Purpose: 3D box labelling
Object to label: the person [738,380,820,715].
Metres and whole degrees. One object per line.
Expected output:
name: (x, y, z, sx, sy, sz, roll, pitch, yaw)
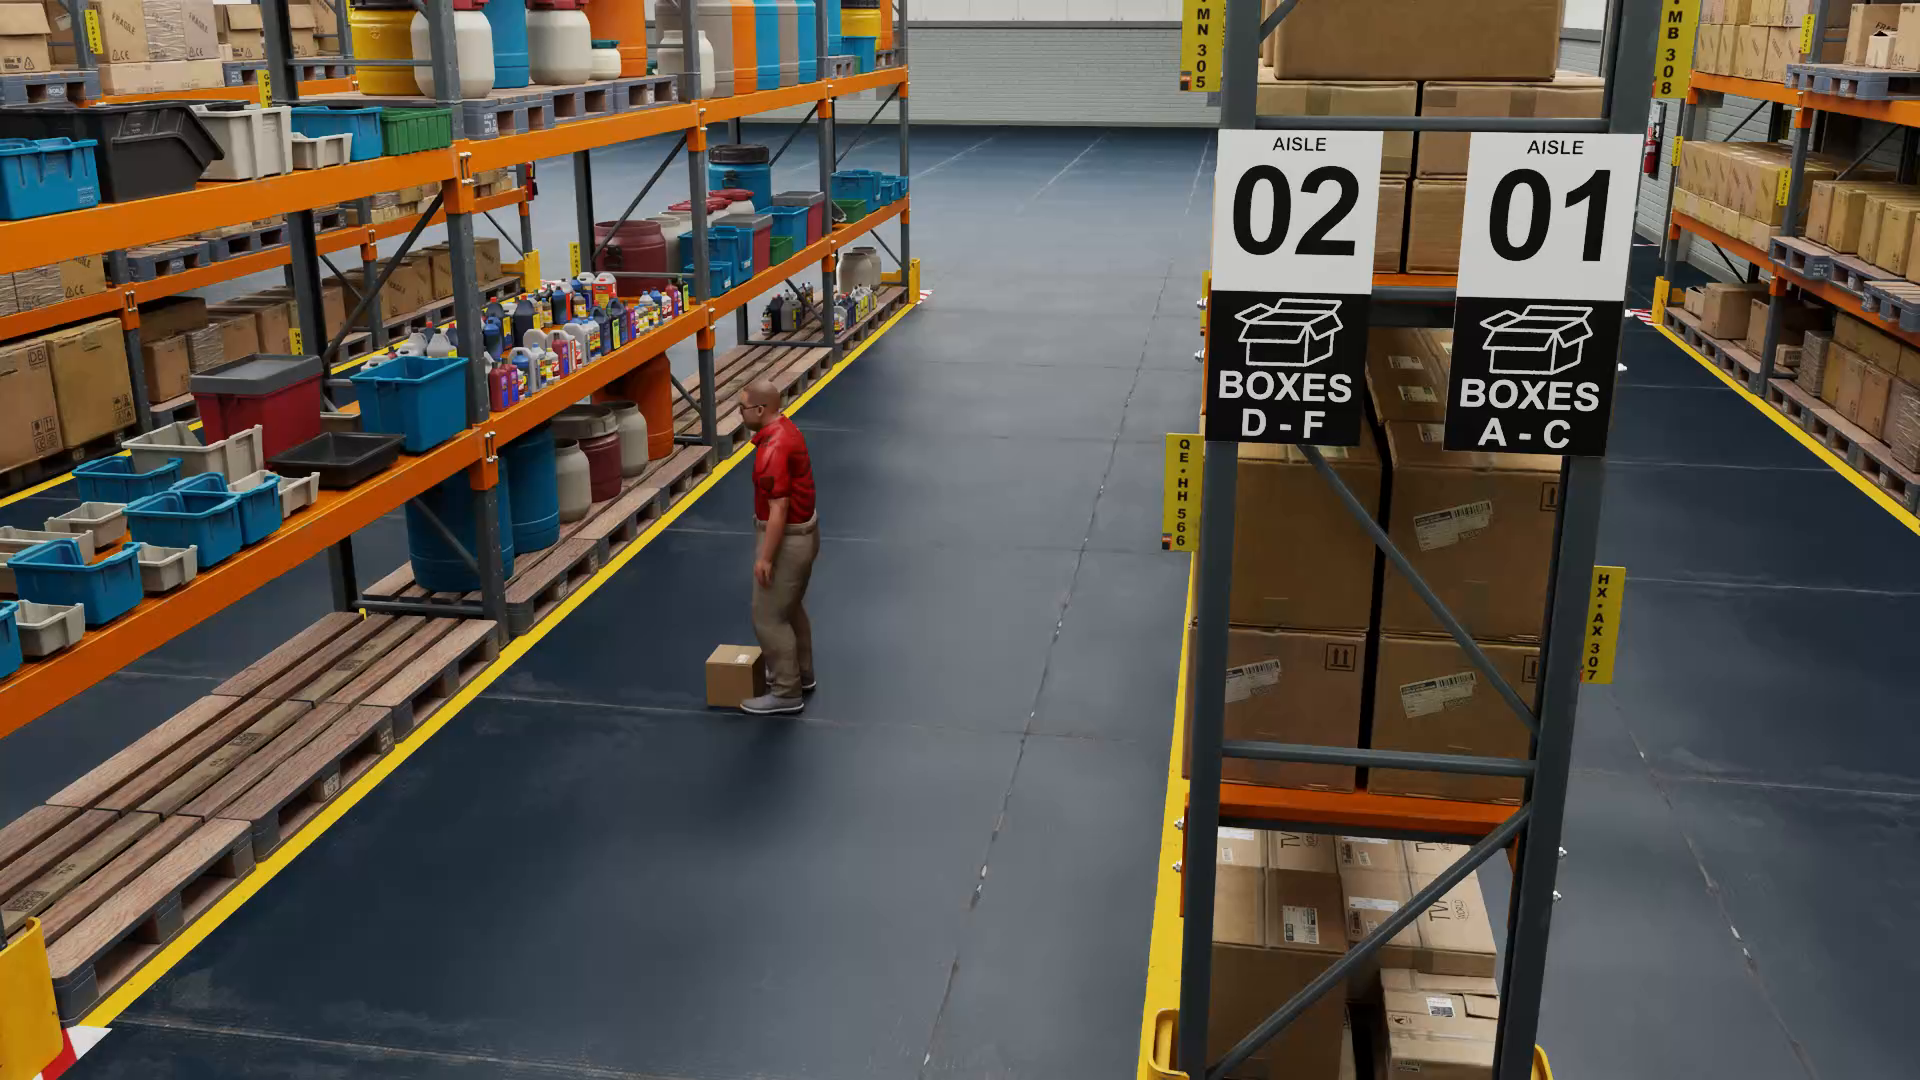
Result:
person: (-0.929, 0.026, 8.493, 0.399, 1.727, 0.606, 2, 18, 5)
